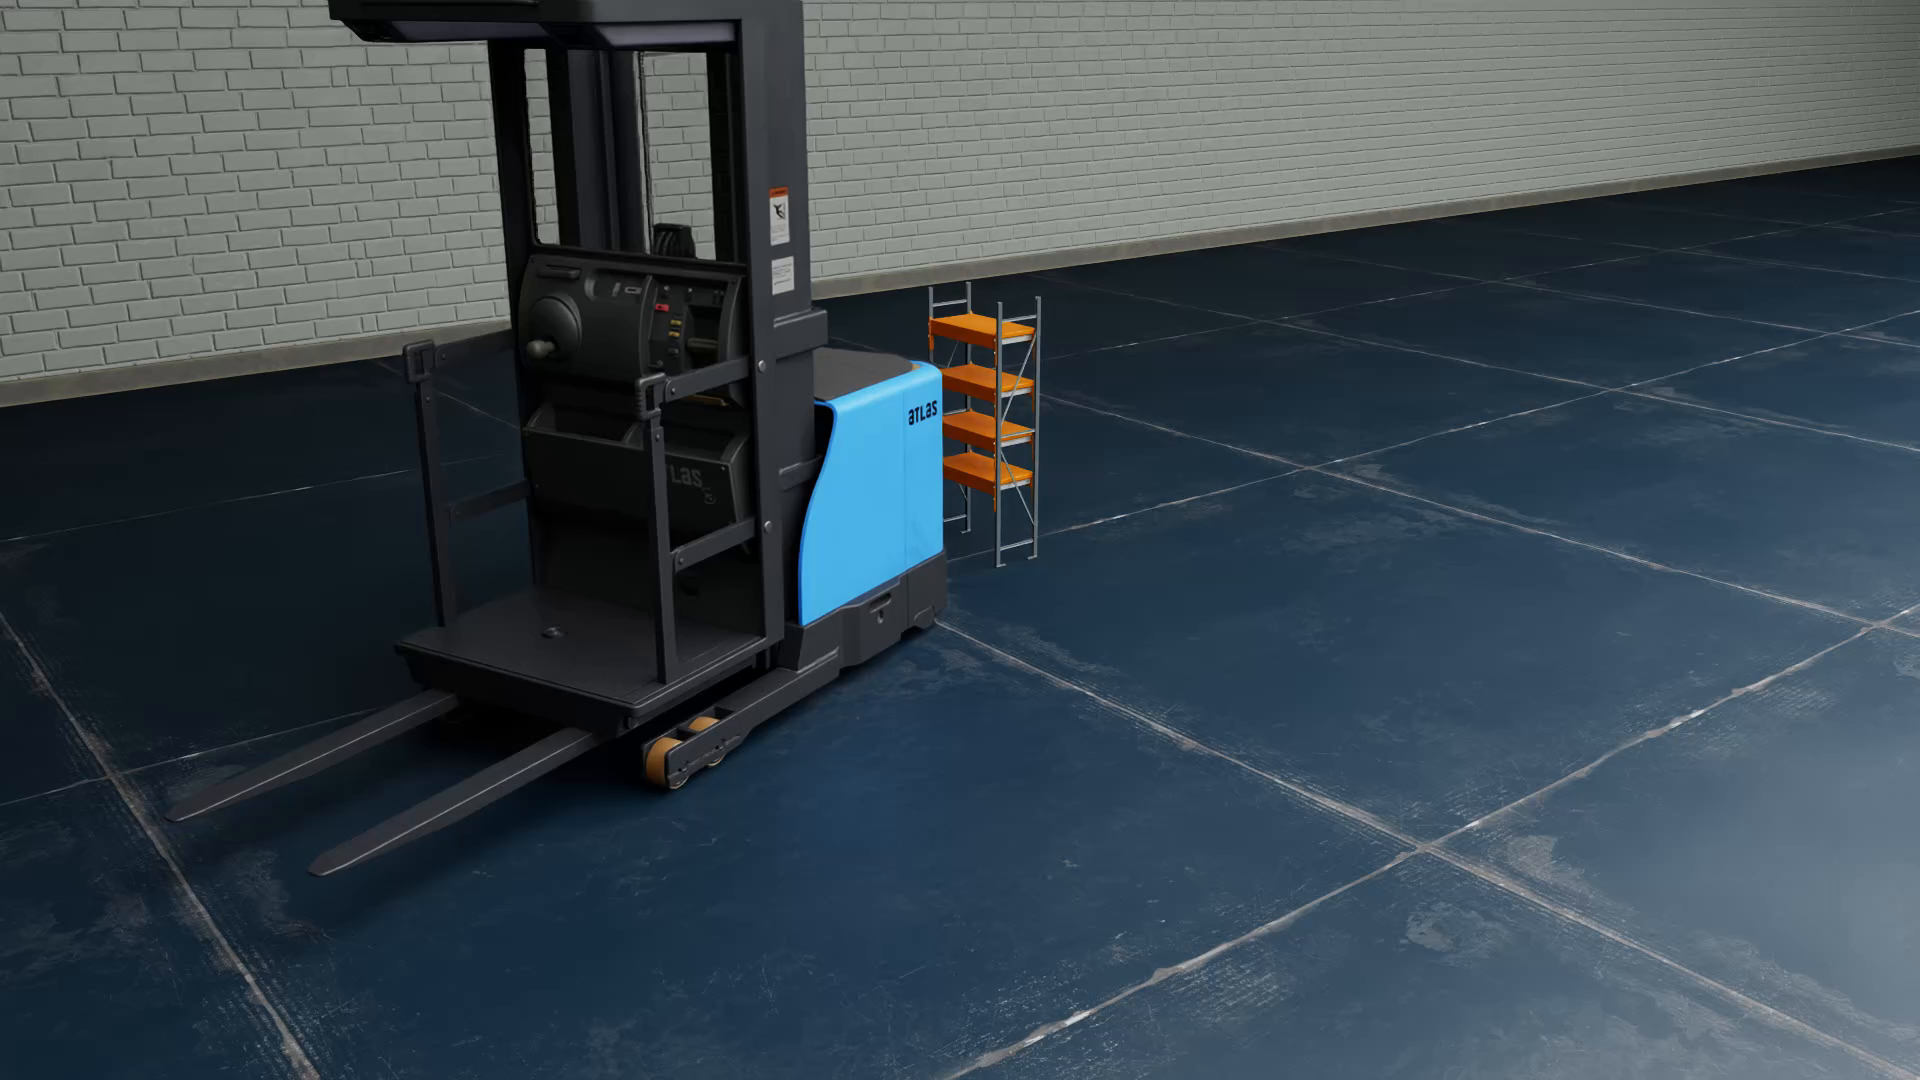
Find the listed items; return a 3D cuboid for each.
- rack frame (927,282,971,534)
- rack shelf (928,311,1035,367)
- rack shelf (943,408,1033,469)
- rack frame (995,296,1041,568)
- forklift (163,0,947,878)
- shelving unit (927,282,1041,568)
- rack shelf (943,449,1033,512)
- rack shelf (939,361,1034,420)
[{"bbox_3d":[-0.049,-0.589,7.732,0.240,1.200,0.015,-14,23,-36],"label":"rack frame"},{"bbox_3d":[0.103,-0.902,7.427,0.258,0.148,0.480,-14,23,-36],"label":"rack shelf"},{"bbox_3d":[0.103,-0.465,7.572,0.258,0.148,0.480,-14,23,-36],"label":"rack shelf"},{"bbox_3d":[0.254,-0.469,7.369,0.240,1.200,0.015,-14,23,-36],"label":"rack frame"},{"bbox_3d":[-1.232,-0.745,5.450,1.130,2.935,3.031,10,21,29],"label":"forklift"},{"bbox_3d":[0.103,-0.529,7.551,0.258,1.200,0.503,-14,23,-36],"label":"shelving unit"},{"bbox_3d":[0.103,-0.276,7.634,0.258,0.148,0.480,-14,23,-36],"label":"rack shelf"},{"bbox_3d":[0.103,-0.677,7.502,0.258,0.148,0.480,-14,23,-36],"label":"rack shelf"}]
